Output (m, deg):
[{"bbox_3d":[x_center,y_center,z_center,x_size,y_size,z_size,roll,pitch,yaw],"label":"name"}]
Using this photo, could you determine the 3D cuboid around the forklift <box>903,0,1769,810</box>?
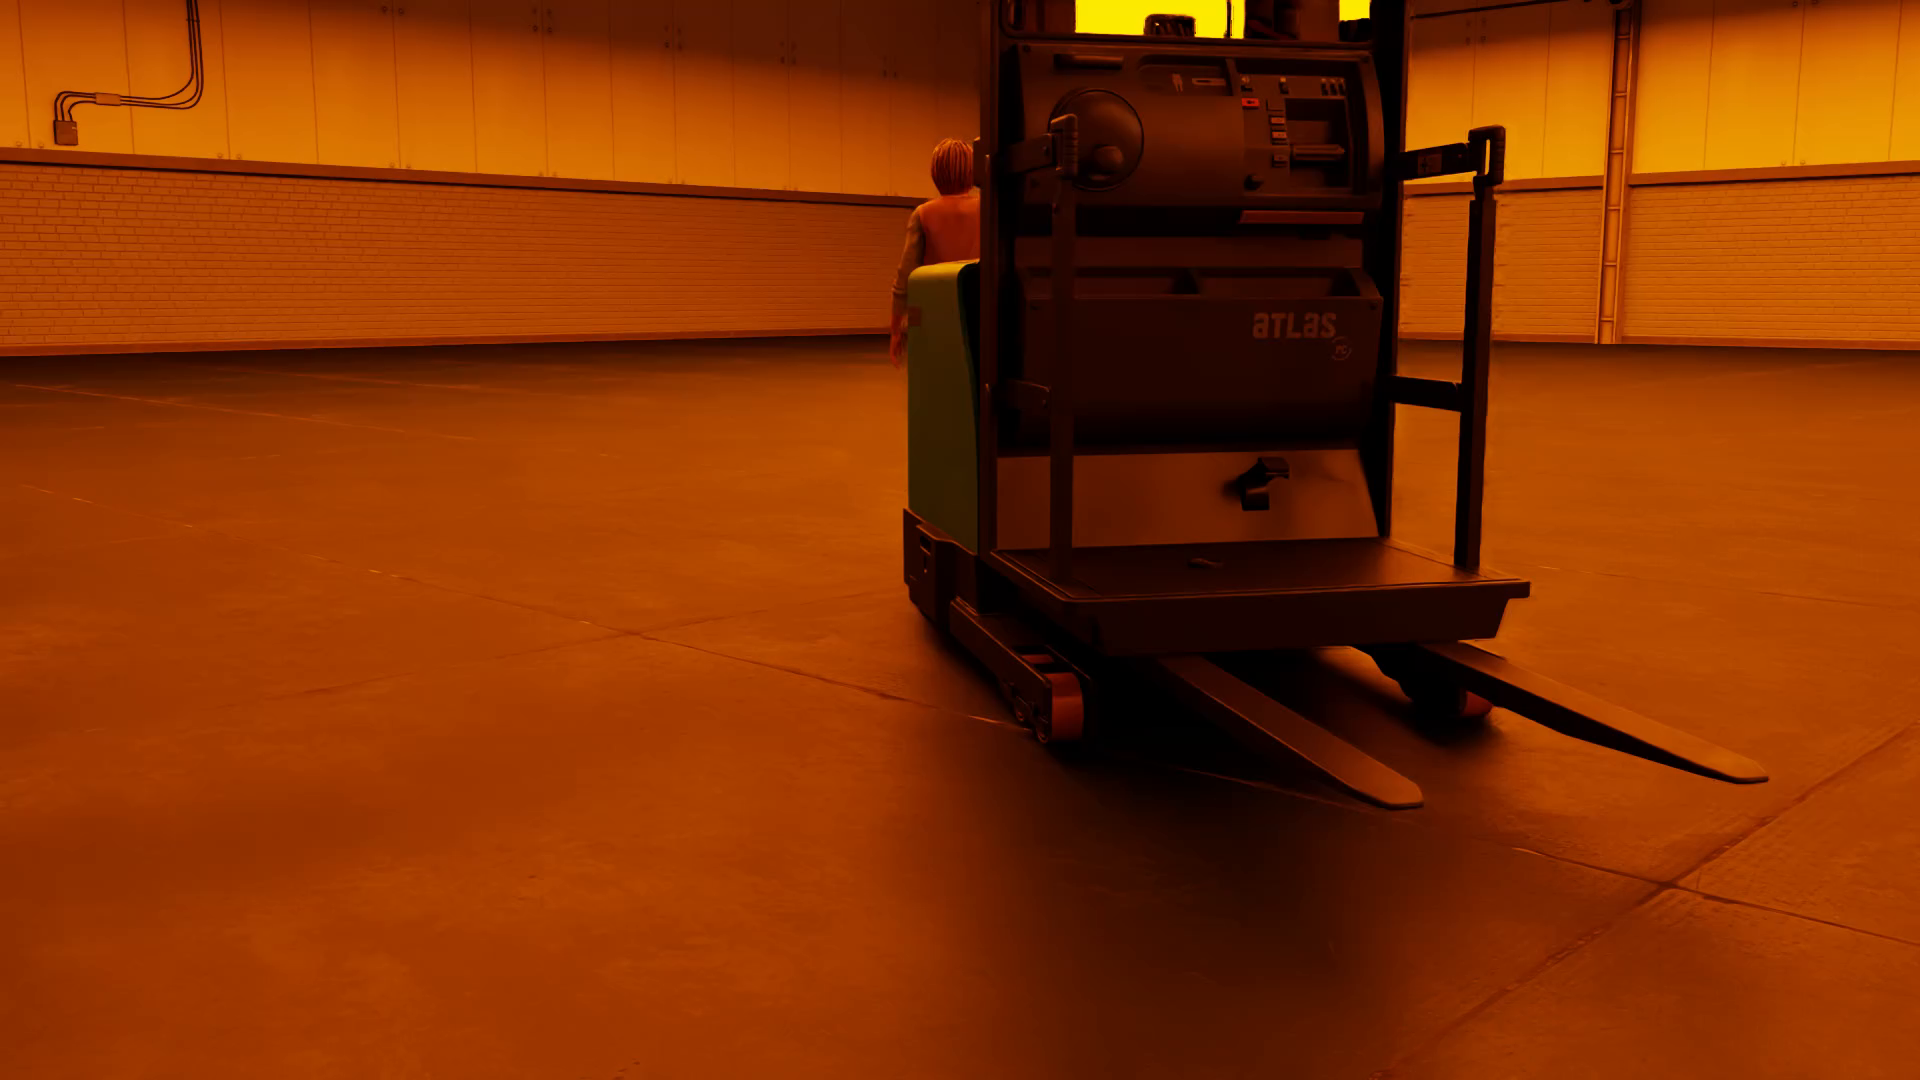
[{"bbox_3d":[0.645,-1.055,3.876,1.130,2.935,3.031,-2,9,-13],"label":"forklift"}]

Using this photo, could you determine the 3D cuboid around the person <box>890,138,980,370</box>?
[{"bbox_3d":[-0.035,-0.799,6.735,0.516,1.590,0.534,-1,9,-10],"label":"person"}]
